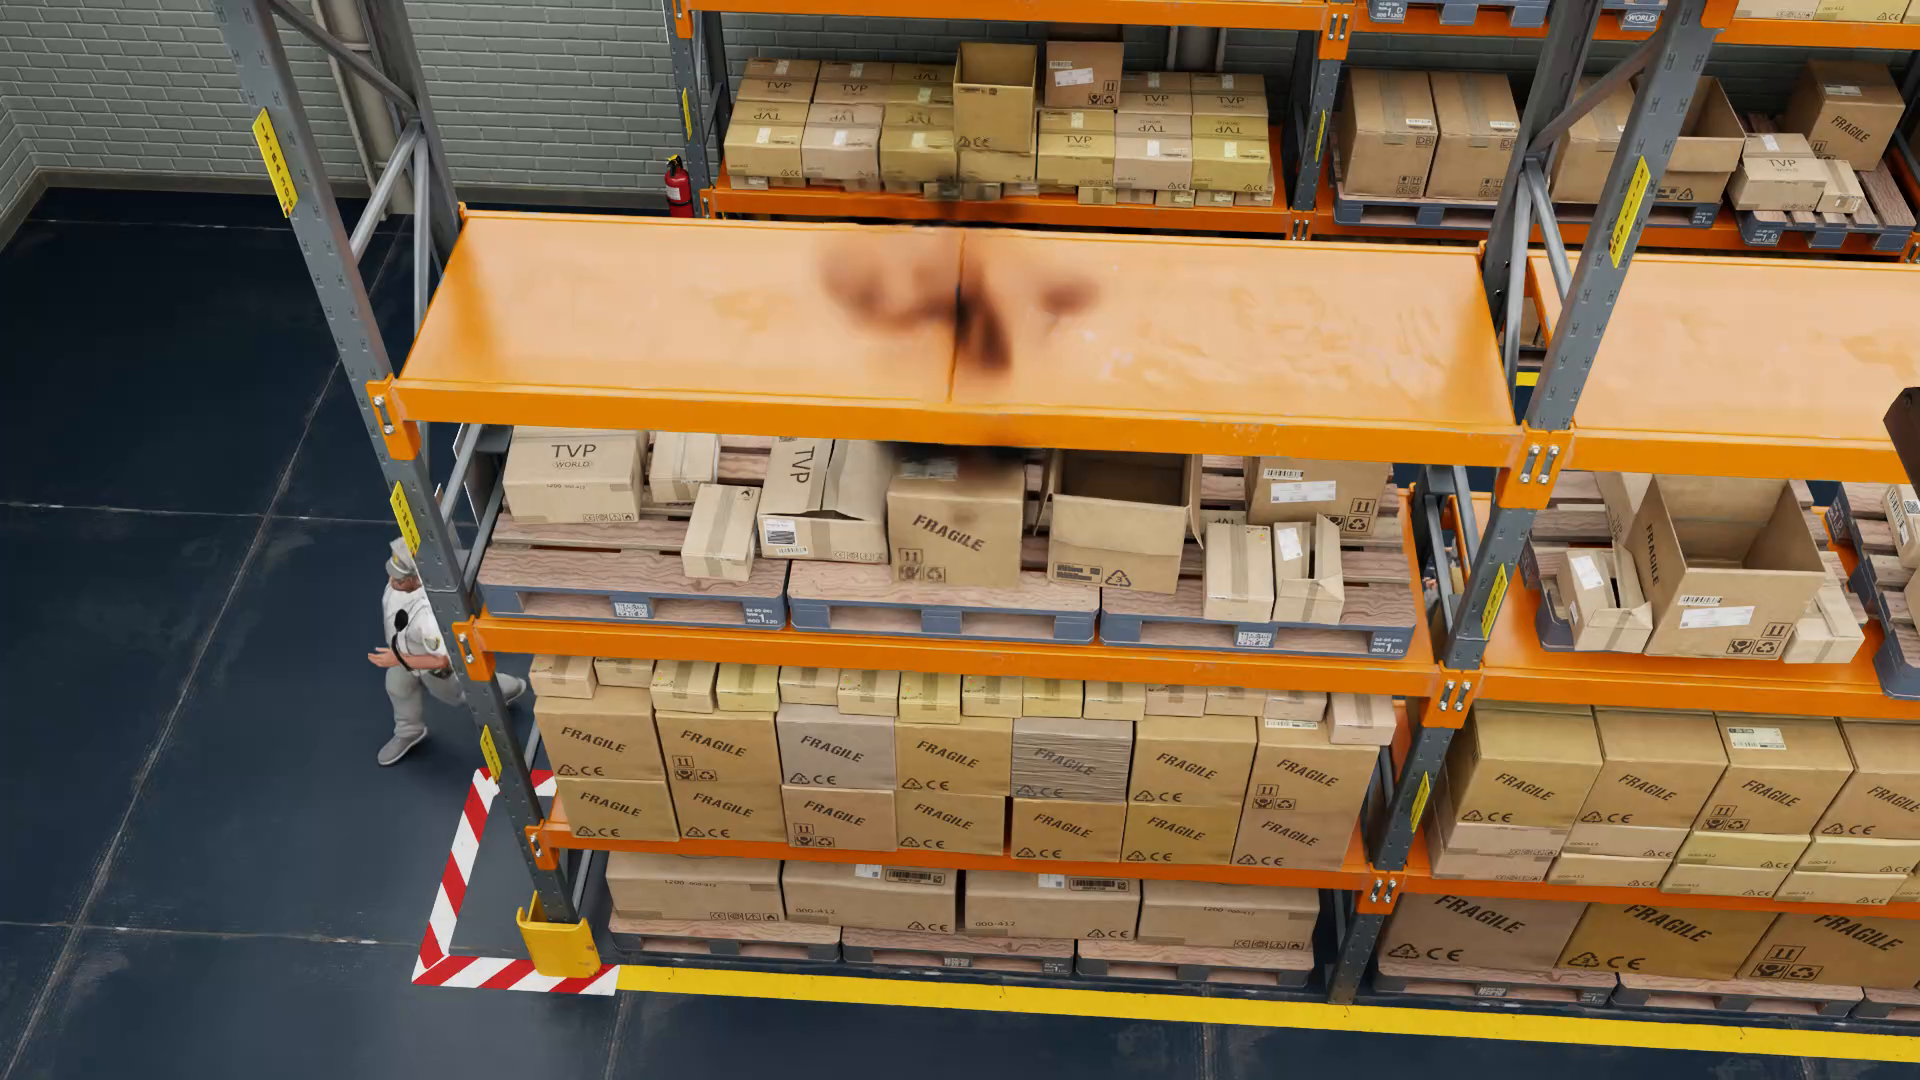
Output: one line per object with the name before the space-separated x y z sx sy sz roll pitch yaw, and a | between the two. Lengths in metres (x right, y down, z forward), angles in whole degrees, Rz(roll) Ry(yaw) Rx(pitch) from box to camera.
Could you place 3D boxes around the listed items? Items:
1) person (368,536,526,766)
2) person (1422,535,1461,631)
person | -2.876 0.602 8.987 0.910 1.748 0.687 -25 53 -21
person | 2.885 0.292 9.374 0.793 1.634 0.575 1 48 1
